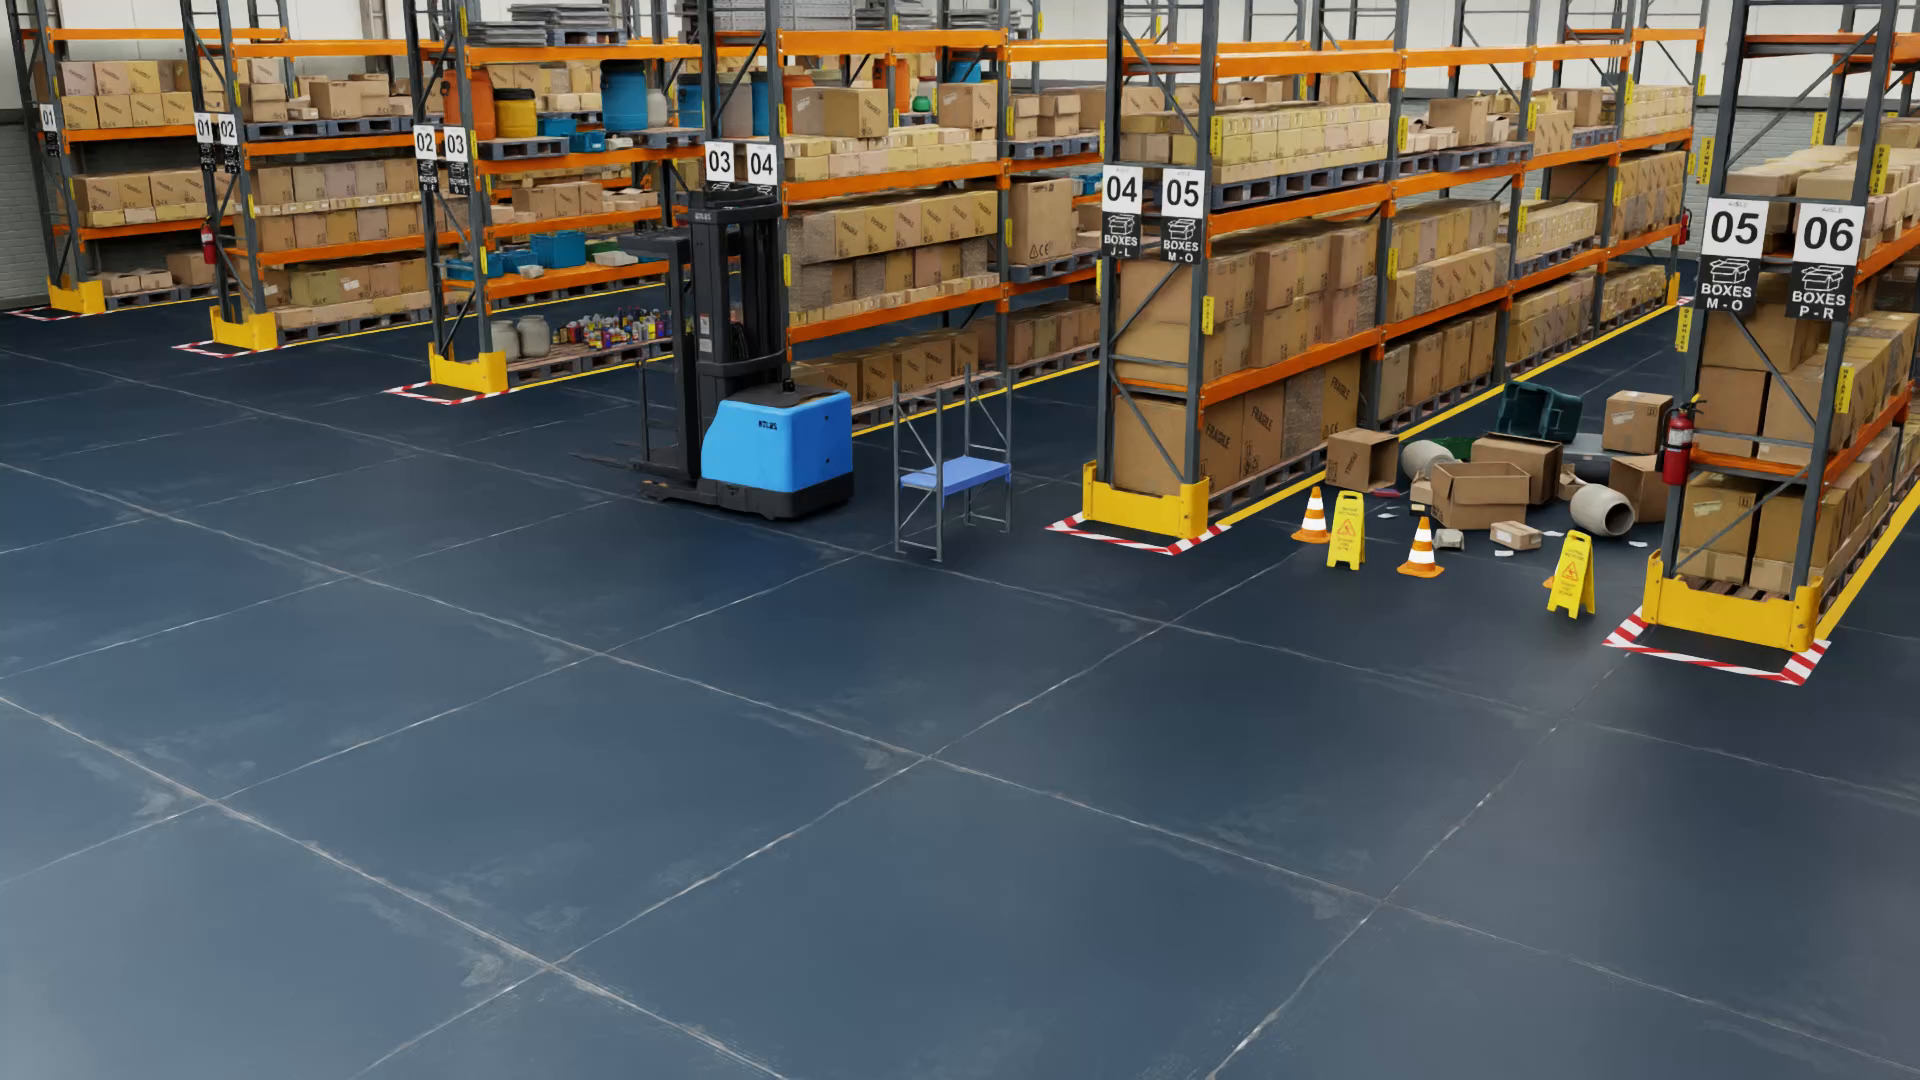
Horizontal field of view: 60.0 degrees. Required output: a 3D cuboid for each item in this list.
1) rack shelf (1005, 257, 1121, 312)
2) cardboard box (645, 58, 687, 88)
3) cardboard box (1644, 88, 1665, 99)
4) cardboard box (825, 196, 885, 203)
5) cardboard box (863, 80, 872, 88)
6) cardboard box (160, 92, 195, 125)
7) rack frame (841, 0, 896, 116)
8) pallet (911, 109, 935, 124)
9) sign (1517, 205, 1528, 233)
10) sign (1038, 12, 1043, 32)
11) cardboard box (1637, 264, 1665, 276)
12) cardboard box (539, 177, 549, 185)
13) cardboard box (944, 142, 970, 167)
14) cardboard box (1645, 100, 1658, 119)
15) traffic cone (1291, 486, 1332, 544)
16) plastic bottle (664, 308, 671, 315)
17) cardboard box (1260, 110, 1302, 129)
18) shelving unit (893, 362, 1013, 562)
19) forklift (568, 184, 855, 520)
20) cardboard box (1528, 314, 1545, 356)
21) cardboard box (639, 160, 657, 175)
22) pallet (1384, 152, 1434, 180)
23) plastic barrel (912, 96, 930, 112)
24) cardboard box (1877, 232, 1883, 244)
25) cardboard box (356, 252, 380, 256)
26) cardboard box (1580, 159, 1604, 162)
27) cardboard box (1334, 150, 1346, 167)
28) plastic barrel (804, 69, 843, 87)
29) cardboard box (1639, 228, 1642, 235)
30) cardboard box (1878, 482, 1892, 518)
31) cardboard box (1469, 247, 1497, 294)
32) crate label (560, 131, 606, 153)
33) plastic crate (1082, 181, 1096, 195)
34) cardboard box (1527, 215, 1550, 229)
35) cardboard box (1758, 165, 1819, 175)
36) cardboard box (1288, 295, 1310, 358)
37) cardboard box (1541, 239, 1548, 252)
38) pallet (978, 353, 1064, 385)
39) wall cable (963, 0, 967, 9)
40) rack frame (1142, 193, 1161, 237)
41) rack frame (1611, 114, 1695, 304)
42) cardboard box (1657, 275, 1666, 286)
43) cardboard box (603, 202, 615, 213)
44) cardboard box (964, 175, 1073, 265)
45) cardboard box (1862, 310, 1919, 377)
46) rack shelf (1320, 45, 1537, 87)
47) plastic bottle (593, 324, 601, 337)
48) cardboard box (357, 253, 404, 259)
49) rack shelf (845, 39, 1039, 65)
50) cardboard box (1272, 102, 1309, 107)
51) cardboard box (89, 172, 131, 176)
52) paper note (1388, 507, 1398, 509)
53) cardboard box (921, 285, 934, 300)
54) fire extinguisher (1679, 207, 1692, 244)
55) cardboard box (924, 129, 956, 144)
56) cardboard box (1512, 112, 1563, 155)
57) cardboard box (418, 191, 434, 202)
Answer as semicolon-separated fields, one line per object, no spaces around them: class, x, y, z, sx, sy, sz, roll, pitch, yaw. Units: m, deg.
rack shelf;1.345;-3.568;22.389;1.077;0.370;4.000;12;21;35
cardboard box;-5.152;-8.200;29.179;0.500;0.500;0.500;12;21;35
cardboard box;10.330;-6.689;24.906;0.380;0.149;0.250;12;21;33
cardboard box;-1.203;-3.681;19.183;0.500;0.500;0.500;12;21;35
cardboard box;-1.940;-9.000;33.020;0.500;0.250;0.500;12;21;35
cardboard box;-12.807;-7.011;27.003;0.500;0.500;0.500;14;22;38
rack frame;-1.441;-8.128;25.745;1.000;3.000;0.127;12;21;35
pallet;-0.119;-7.084;27.757;1.003;0.211;1.213;12;21;35
sign;6.908;-3.943;20.431;0.100;0.325;0.005;12;21;35
sign;1.383;-8.884;28.529;0.100;0.325;0.005;12;21;35
cardboard box;11.115;-4.345;26.774;0.380;0.149;0.250;13;21;35
cardboard box;-8.433;-7.193;33.238;0.380;0.149;0.250;13;21;36
cardboard box;-0.228;-4.519;19.433;0.500;0.250;0.500;13;22;36
cardboard box;9.935;-6.347;24.477;0.500;0.250;0.500;13;21;36
traffic cone;3.150;-0.246;14.756;0.336;0.463;0.334;12;21;35
plastic bottle;-4.092;-3.077;23.318;0.144;0.351;0.185;12;21;35
cardboard box;2.906;-3.850;15.227;0.380;0.149;0.250;12;21;34
shelving unit;-0.051;-0.696;14.456;0.538;1.500;1.048;12;21;35
forklift;-2.517;-1.895;15.905;3.031;2.935;1.130;11;20;32
cardboard box;7.383;-2.738;22.010;0.500;0.500;0.500;13;21;35
cardboard box;-6.677;-8.236;35.702;0.980;0.700;0.700;13;21;36
pallet;4.584;-4.103;18.163;0.805;0.209;1.217;11;21;33
plastic barrel;-0.625;-7.034;26.832;0.294;0.245;0.294;0;17;0
cardboard box;6.740;-2.328;12.549;0.380;0.149;0.250;12;21;33
cardboard box;-11.088;-5.388;30.508;0.700;0.500;0.500;12;21;34
cardboard box;9.210;-5.391;24.691;0.500;0.500;0.500;12;21;33
cardboard box;3.512;-3.710;16.123;0.380;0.149;0.250;13;21;36
plastic barrel;-2.104;-6.778;25.609;0.600;0.901;0.600;0;17;0
cardboard box;10.143;-4.724;25.322;0.380;0.149;0.250;13;22;37
cardboard box;7.976;-0.383;14.848;0.500;0.250;0.500;14;22;37
cardboard box;6.109;-3.262;20.021;0.500;0.500;0.500;12;21;35
crate label;-4.827;-5.107;21.324;0.502;0.251;0.408;12;21;35
plastic crate;2.308;-6.583;31.065;0.416;0.233;0.300;12;21;35
cardboard box;7.517;-4.178;21.852;0.380;0.149;0.250;14;22;37
cardboard box;6.208;-2.727;12.490;0.380;0.149;0.250;13;21;35
cardboard box;2.906;-2.130;16.291;0.875;0.550;0.500;12;21;35
cardboard box;7.526;-3.896;21.946;0.380;0.149;0.250;13;22;36
pallet;0.616;-2.289;21.760;1.003;0.211;1.213;12;21;35
wall cable;1.199;-13.519;39.825;3.097;2.526;0.112;12;21;35
rack frame;2.537;-4.388;23.816;1.000;3.000;0.127;12;21;35
rack frame;11.227;-5.393;27.052;1.000;3.000;0.127;12;21;35
cardboard box;11.142;-4.198;26.801;0.380;0.149;0.250;12;21;33
cardboard box;-6.131;-5.706;28.483;0.380;0.149;0.250;14;22;39
cardboard box;0.740;-4.087;21.127;1.000;1.000;1.000;13;21;35
cardboard box;8.047;-1.724;14.568;0.500;0.500;0.500;12;21;33
rack shelf;5.269;-5.342;18.659;1.077;0.370;4.000;12;21;35
plastic bottle;-4.992;-2.864;22.885;0.097;0.201;0.097;0;17;0
cardboard box;-8.923;-4.139;25.678;0.500;0.500;0.500;12;21;35
rack shelf;-0.249;-8.070;27.445;1.077;0.370;4.000;12;21;35
cardboard box;3.285;-4.329;16.769;0.380;0.149;0.250;12;21;34
cardboard box;-13.746;-5.673;26.907;0.500;0.500;0.500;13;21;35
paper note;4.092;-0.307;15.714;0.123;0.001;0.032;-7;19;-22
cardboard box;-0.523;-2.923;19.523;0.380;0.149;0.250;12;21;35
fire extinguisher;11.748;-5.156;27.049;0.296;0.674;0.183;12;21;35
cardboard box;-0.264;-4.665;19.232;0.380;0.149;0.250;12;21;33
cardboard box;7.306;-5.177;21.131;0.500;0.500;0.500;12;21;35
cardboard box;-8.248;-5.258;25.354;0.380;0.149;0.250;12;21;35
